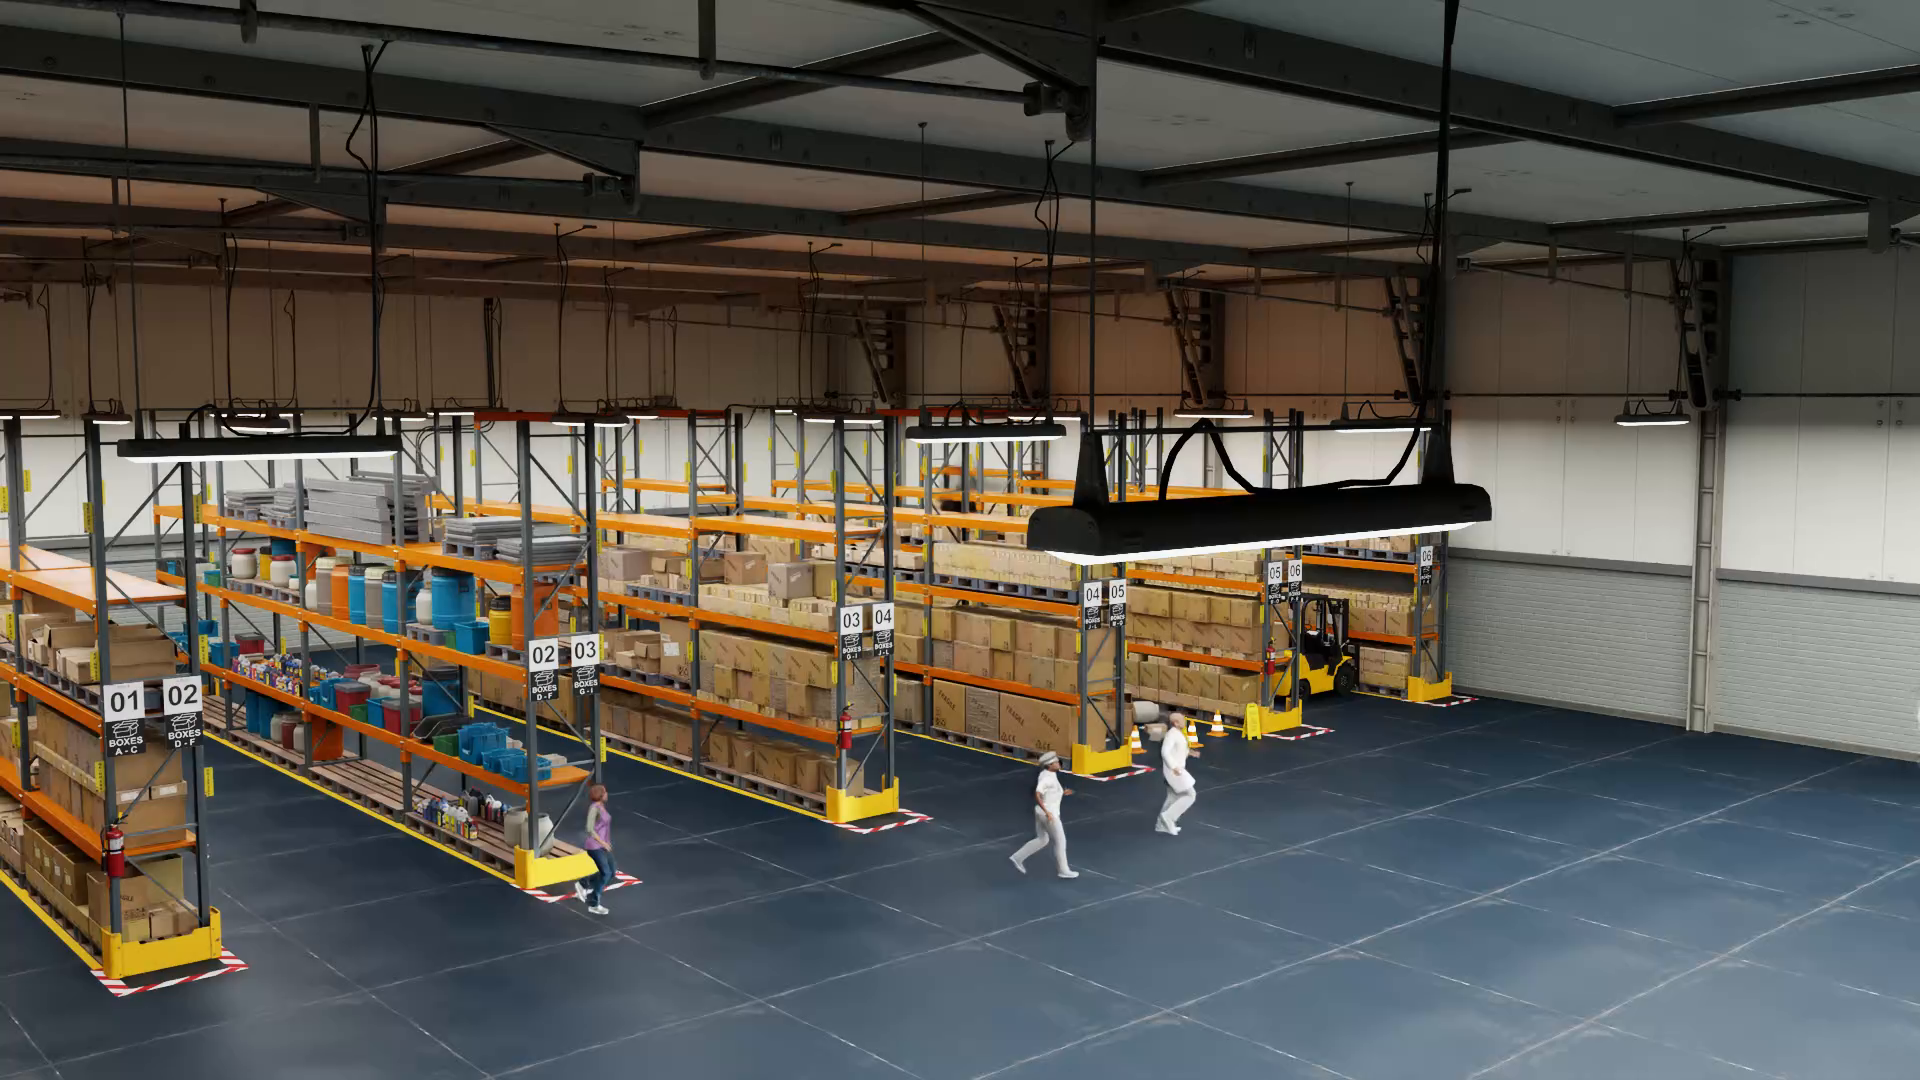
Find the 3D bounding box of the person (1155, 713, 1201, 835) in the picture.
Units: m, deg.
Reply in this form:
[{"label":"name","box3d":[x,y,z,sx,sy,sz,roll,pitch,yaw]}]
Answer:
[{"label":"person","box3d":[3.151,3.349,23.953,0.683,1.750,0.684,0,5,-3]}]

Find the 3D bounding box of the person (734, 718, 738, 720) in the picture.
[{"label":"person","box3d":[-4.371,2.699,32.249,0.622,1.621,0.550,4,6,37]}]

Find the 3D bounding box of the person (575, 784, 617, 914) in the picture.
[{"label":"person","box3d":[-4.481,3.780,20.429,0.501,1.551,0.578,0,5,-1]}]

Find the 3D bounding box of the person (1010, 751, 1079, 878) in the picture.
[{"label":"person","box3d":[1.106,3.571,21.610,0.911,1.678,0.576,-1,5,-10]}]
